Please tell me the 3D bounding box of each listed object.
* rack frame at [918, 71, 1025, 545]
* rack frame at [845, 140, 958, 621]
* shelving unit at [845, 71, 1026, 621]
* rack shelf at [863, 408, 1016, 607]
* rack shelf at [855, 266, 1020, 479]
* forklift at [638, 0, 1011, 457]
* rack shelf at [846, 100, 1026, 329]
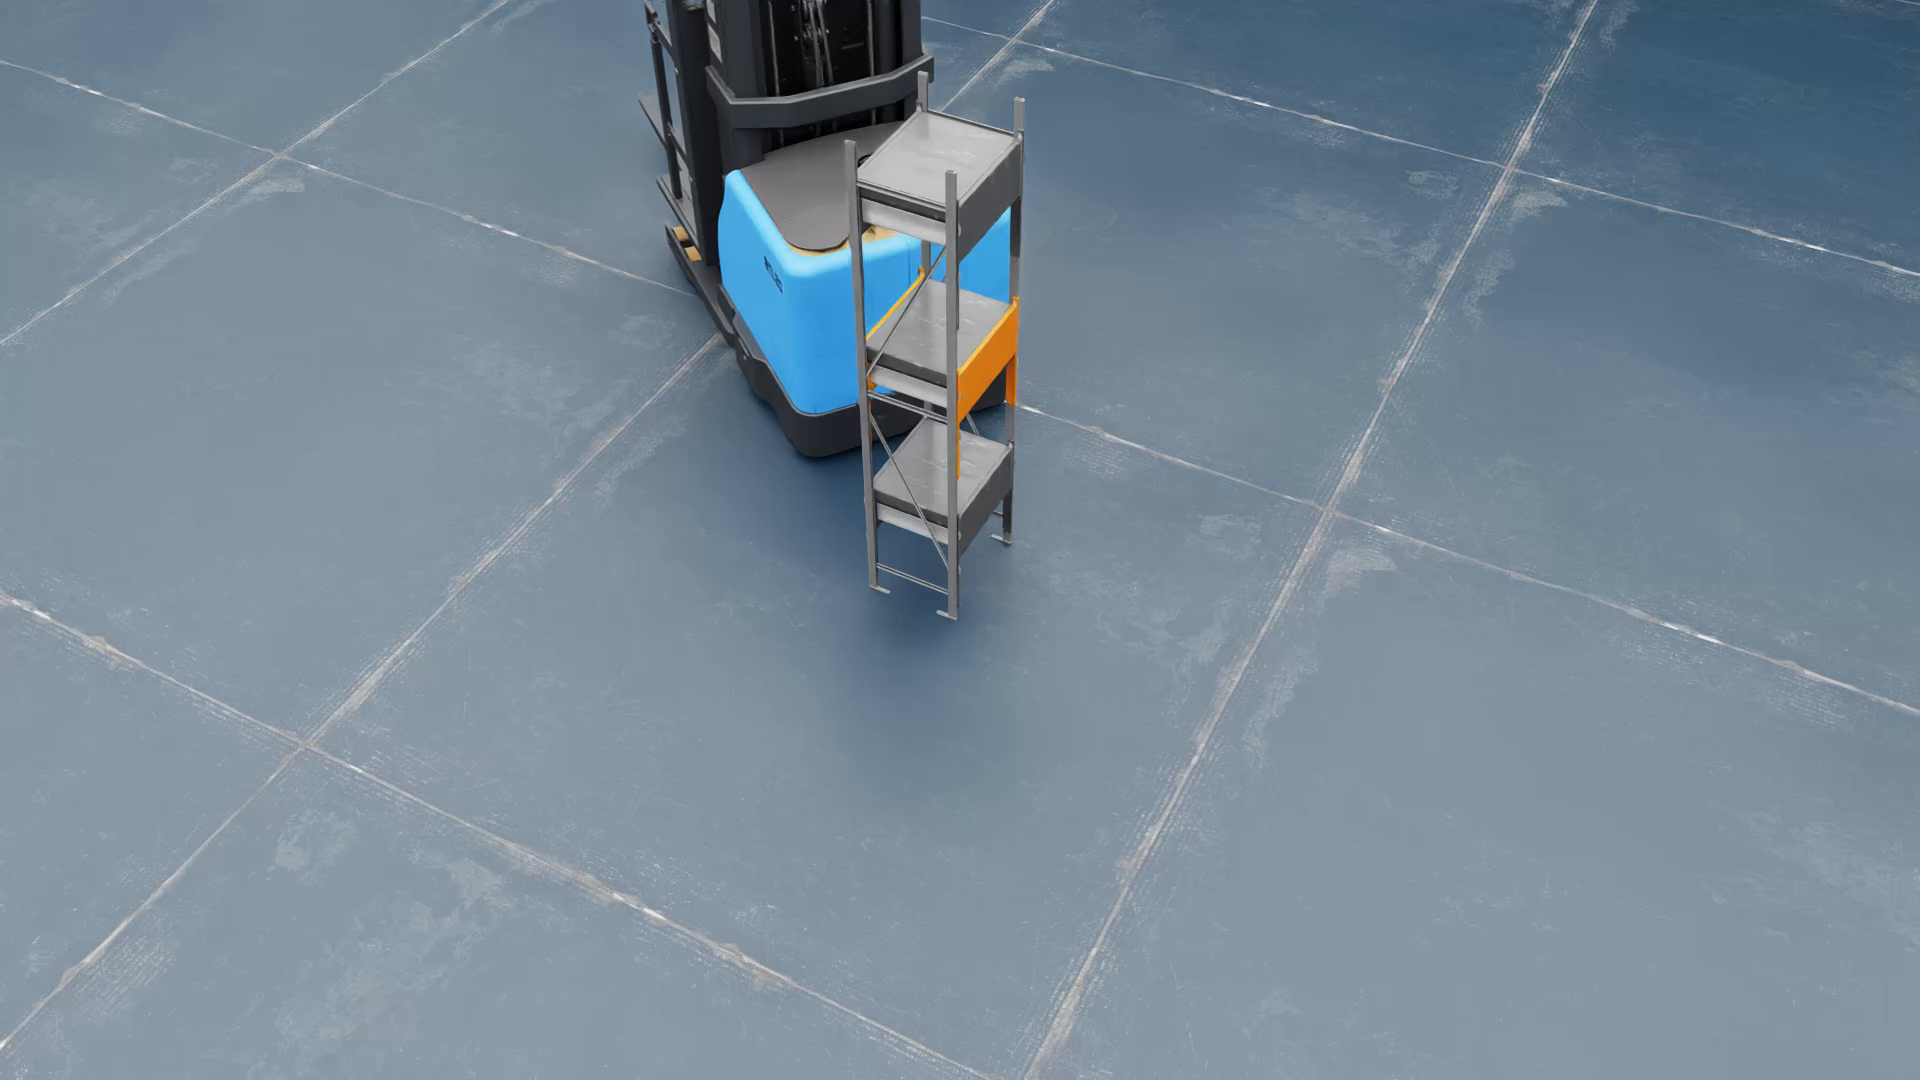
[{"bbox_3d":[0.036,-0.788,6.332,0.400,2.100,0.015,20,49,19],"label":"rack frame"},{"bbox_3d":[-0.190,-0.480,6.028,0.400,2.100,0.015,20,49,19],"label":"rack frame"},{"bbox_3d":[-0.077,-0.634,6.180,0.431,2.100,0.503,20,49,19],"label":"shelving unit"},{"bbox_3d":[-0.077,-0.132,6.688,0.431,0.518,0.480,20,49,19],"label":"rack shelf"},{"bbox_3d":[-0.077,-0.624,6.190,0.431,0.518,0.480,20,49,19],"label":"rack shelf"},{"bbox_3d":[-0.833,-2.451,7.392,1.130,2.935,3.031,-18,48,-17],"label":"forklift"},{"bbox_3d":[-0.077,-1.116,5.692,0.431,0.518,0.480,20,49,19],"label":"rack shelf"}]
